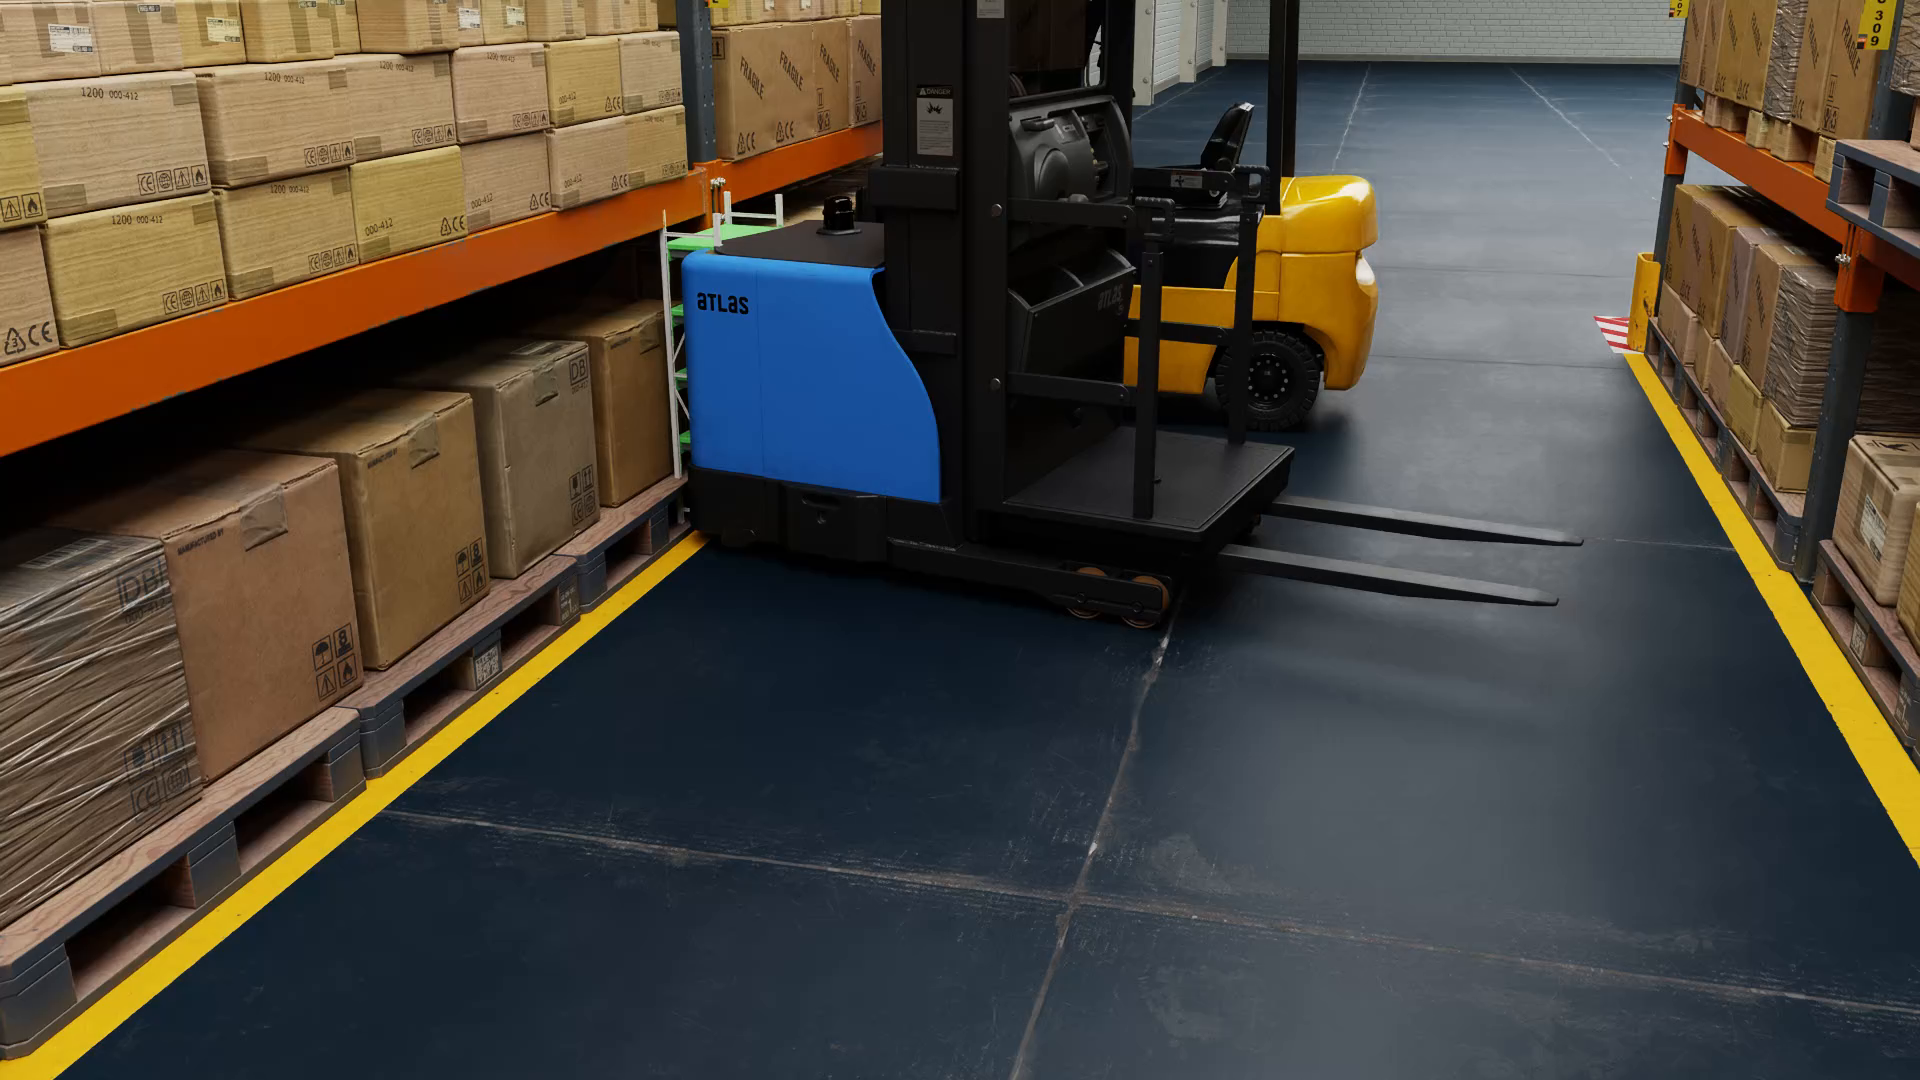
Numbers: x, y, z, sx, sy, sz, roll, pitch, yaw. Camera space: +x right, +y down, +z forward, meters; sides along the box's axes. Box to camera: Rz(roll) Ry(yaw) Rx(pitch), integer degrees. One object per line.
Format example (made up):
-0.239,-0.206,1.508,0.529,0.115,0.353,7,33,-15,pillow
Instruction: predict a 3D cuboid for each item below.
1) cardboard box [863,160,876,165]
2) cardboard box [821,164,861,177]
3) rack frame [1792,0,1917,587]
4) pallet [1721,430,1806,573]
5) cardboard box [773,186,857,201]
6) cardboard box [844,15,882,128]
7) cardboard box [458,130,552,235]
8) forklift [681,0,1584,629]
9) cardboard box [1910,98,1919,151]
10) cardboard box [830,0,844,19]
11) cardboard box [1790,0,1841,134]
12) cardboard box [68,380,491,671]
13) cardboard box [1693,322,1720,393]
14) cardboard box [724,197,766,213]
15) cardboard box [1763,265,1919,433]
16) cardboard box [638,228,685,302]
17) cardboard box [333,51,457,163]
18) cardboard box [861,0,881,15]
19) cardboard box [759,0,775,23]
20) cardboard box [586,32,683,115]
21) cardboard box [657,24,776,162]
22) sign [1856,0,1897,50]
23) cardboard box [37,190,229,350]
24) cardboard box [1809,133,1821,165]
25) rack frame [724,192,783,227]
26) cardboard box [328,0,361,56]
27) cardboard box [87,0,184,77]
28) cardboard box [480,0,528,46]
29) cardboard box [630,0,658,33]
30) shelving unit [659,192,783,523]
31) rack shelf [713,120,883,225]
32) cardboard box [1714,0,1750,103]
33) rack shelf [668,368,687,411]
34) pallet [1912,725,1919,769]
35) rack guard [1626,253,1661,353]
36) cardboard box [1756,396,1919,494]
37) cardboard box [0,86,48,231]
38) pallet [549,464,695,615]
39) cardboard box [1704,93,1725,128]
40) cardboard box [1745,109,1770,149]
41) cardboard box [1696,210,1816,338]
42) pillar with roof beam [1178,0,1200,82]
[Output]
-0.255,-2.089,9.720,0.500,0.250,0.500,5,20,15,cardboard box
-0.864,-1.965,9.358,0.500,0.250,0.500,5,19,13,cardboard box
3.392,-1.242,5.184,1.000,3.000,0.127,5,19,13,rack frame
3.522,-0.136,6.260,1.003,0.211,1.213,5,19,13,pallet
-0.619,-1.611,8.321,0.500,0.250,0.500,4,19,12,cardboard box
-0.683,-2.278,8.063,0.500,0.500,0.500,5,19,14,cardboard box
-1.560,-1.072,4.919,0.500,0.250,0.500,5,19,14,cardboard box
0.561,-1.298,5.452,3.031,2.935,1.130,9,21,25,forklift
2.951,-1.174,4.723,0.380,0.149,0.250,5,19,14,cardboard box
-0.748,-2.466,7.607,0.380,0.149,0.250,4,19,12,cardboard box
3.379,-1.751,6.059,0.500,0.500,0.500,5,20,15,cardboard box
-1.917,-0.065,4.763,0.875,0.625,0.625,4,19,11,cardboard box
3.651,-0.831,7.585,0.500,0.250,0.500,6,20,17,cardboard box
-1.243,-1.491,7.969,0.500,0.250,0.500,5,19,14,cardboard box
3.277,-0.701,6.045,0.500,0.500,0.500,4,19,13,cardboard box
-0.999,-1.131,6.915,0.500,0.250,0.500,4,19,13,cardboard box
-1.685,-1.147,4.362,0.500,0.250,0.500,5,19,14,cardboard box
-0.547,-2.706,8.312,0.380,0.149,0.250,5,19,14,cardboard box
-0.991,-2.232,6.923,0.380,0.149,0.250,5,19,13,cardboard box
-1.294,-1.625,5.762,0.500,0.250,0.500,4,19,12,cardboard box
-1.060,-1.799,6.659,0.500,0.500,0.500,4,19,12,cardboard box
2.864,-1.693,5.163,0.100,0.325,0.005,5,19,13,sign
-1.926,-0.586,3.493,0.500,0.250,0.500,4,19,12,cardboard box
3.443,-1.480,6.267,0.380,0.149,0.250,4,19,13,cardboard box
-0.781,-0.746,6.487,0.240,1.200,0.015,7,21,19,rack frame
-1.761,-1.305,4.209,0.380,0.149,0.250,5,19,13,cardboard box
-1.882,-1.060,3.491,0.380,0.149,0.250,5,19,14,cardboard box
-1.507,-1.538,4.892,0.380,0.149,0.250,4,19,12,cardboard box
-1.290,-1.863,5.843,0.380,0.149,0.250,5,20,15,cardboard box
-0.867,-0.668,6.272,0.258,1.200,0.503,7,21,19,shelving unit
-0.933,-1.920,8.280,1.077,0.370,4.000,5,19,13,rack shelf
3.738,-2.235,7.476,0.500,0.500,0.500,4,19,12,cardboard box
-0.867,-0.608,6.294,0.258,0.148,0.480,7,21,19,rack shelf
2.907,0.705,3.797,1.003,0.211,1.213,5,19,13,pallet
4.351,-1.289,9.189,1.175,0.500,0.348,5,19,13,rack guard
3.276,-0.347,6.166,0.500,0.250,0.500,6,20,16,cardboard box
-2.030,-0.663,2.946,0.500,0.250,0.500,5,19,13,cardboard box
-1.564,-0.080,6.094,1.003,0.211,1.213,5,19,13,pallet
3.788,-2.054,7.950,0.380,0.149,0.250,5,19,14,cardboard box
3.539,-1.728,6.996,0.380,0.149,0.250,5,19,14,cardboard box
3.645,-1.189,7.473,0.500,0.500,0.500,5,19,14,cardboard box
8.550,-12.761,29.627,9.100,9.000,0.400,5,19,13,pillar with roof beam
